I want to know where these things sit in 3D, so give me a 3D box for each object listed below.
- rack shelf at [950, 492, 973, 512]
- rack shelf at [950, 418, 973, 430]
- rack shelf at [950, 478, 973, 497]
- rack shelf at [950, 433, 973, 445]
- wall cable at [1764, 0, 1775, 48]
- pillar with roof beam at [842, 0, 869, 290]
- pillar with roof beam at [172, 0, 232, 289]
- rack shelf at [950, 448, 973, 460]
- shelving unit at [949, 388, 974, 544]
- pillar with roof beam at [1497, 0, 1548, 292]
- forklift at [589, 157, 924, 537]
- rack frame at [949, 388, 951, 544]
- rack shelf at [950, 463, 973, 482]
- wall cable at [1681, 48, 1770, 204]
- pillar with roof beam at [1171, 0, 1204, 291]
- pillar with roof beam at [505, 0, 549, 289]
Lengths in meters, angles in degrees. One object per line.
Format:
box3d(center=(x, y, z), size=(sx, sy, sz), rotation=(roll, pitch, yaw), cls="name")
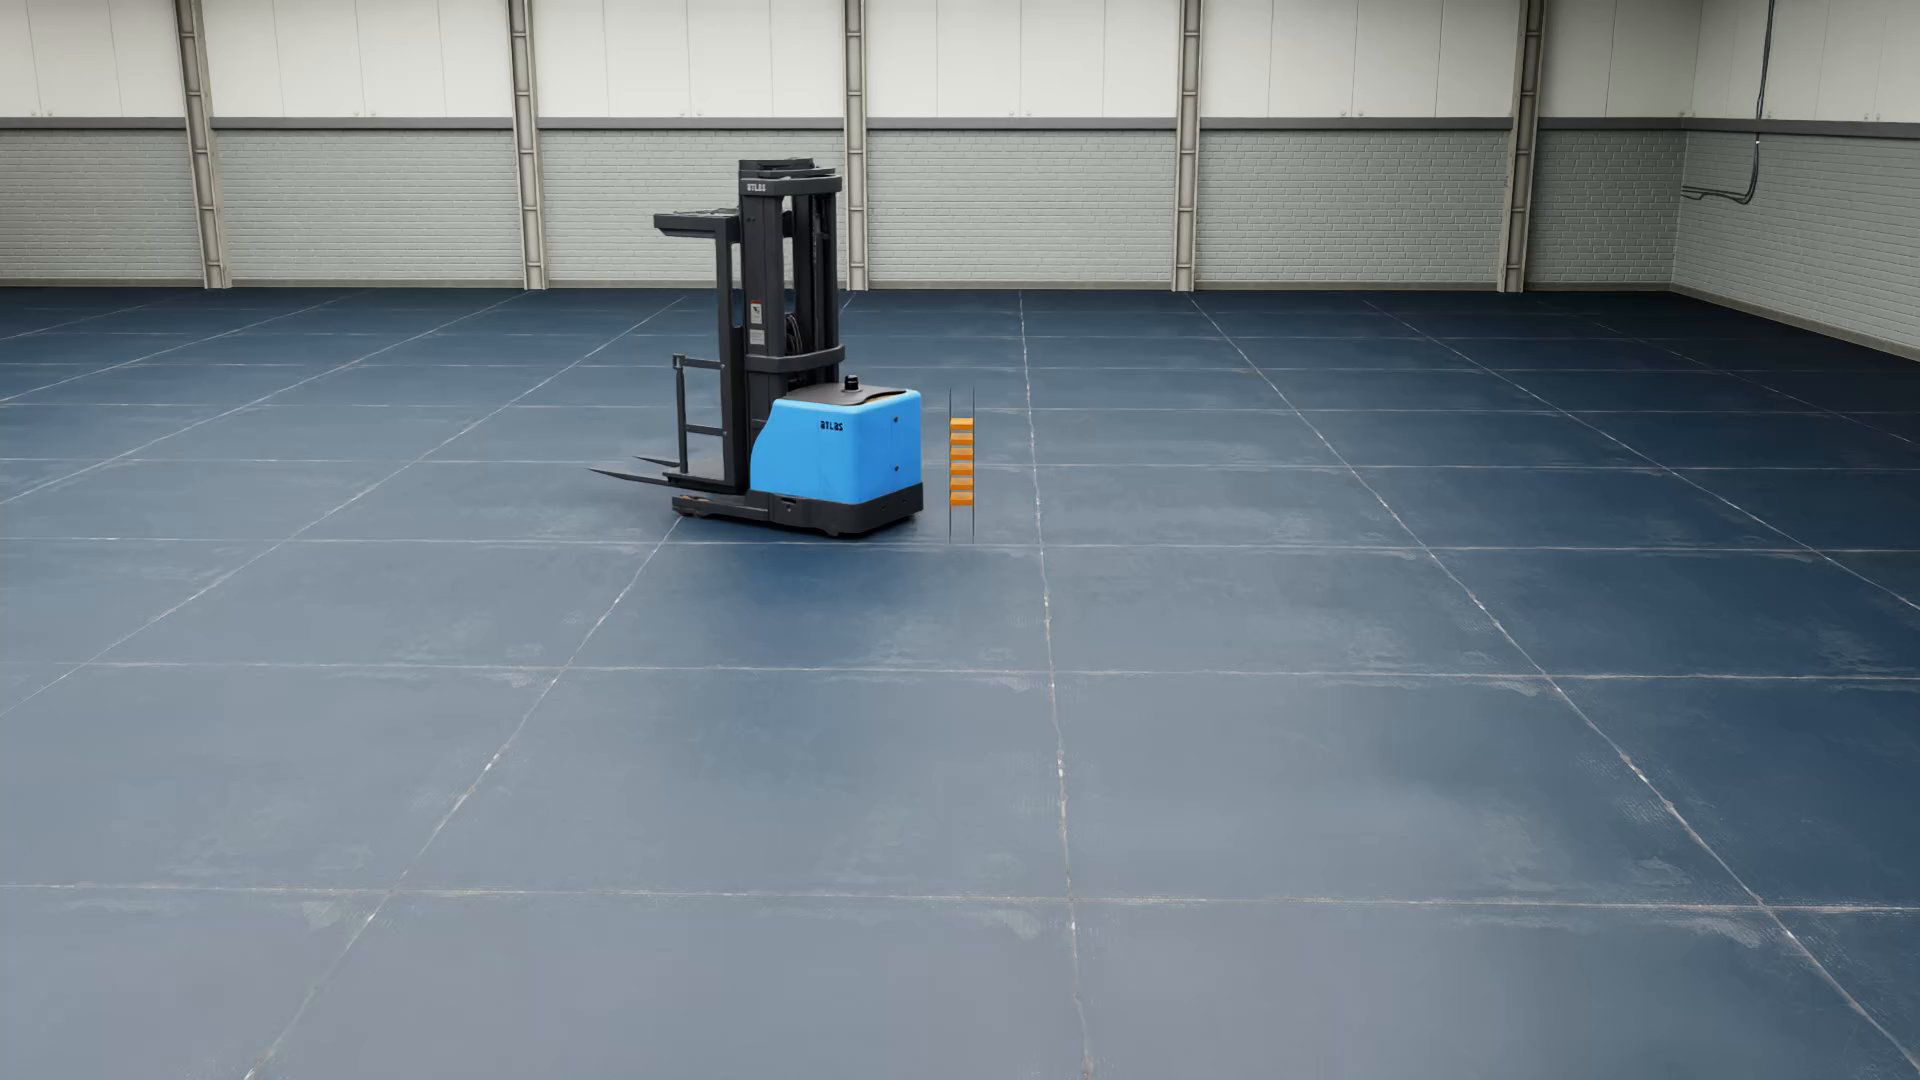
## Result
box3d(center=(0.014, -0.305, 13.153), size=(0.180, 0.103, 0.258), rotation=(0, 15, 1), cls="rack shelf")
box3d(center=(0.014, -0.885, 13.000), size=(0.180, 0.103, 0.258), rotation=(0, 15, 1), cls="rack shelf")
box3d(center=(0.014, -0.421, 13.123), size=(0.180, 0.103, 0.258), rotation=(0, 15, 1), cls="rack shelf")
box3d(center=(0.014, -0.769, 13.031), size=(0.180, 0.103, 0.258), rotation=(0, 15, 1), cls="rack shelf")
box3d(center=(12.946, -8.818, 25.203), size=(0.112, 2.526, 3.097), rotation=(0, 15, 1), cls="wall cable")
box3d(center=(-2.002, -7.904, 25.552), size=(0.400, 9.000, 9.100), rotation=(0, 15, 1), cls="pillar with roof beam")
box3d(center=(-13.998, -7.982, 25.849), size=(0.400, 9.000, 9.100), rotation=(0, 15, 1), cls="pillar with roof beam")
box3d(center=(0.014, -0.653, 13.062), size=(0.180, 0.103, 0.258), rotation=(0, 15, 1), cls="rack shelf")
box3d(center=(0.014, -0.580, 13.081), size=(0.189, 1.200, 0.258), rotation=(0, 15, 1), cls="shelving unit")
box3d(center=(9.994, -7.826, 25.256), size=(0.400, 9.000, 9.100), rotation=(0, 15, 1), cls="pillar with roof beam")
box3d(center=(-1.831, -1.703, 13.945), size=(3.031, 2.935, 1.130), rotation=(9, 17, 30), cls="forklift")
box3d(center=(-0.077, -0.581, 13.083), size=(0.006, 1.200, 0.240), rotation=(0, 15, 1), cls="rack frame")
box3d(center=(0.014, -0.537, 13.092), size=(0.180, 0.103, 0.258), rotation=(0, 15, 1), cls="rack shelf")
box3d(center=(13.015, -7.066, 28.462), size=(0.112, 2.526, 3.097), rotation=(0, 15, 1), cls="wall cable")
box3d(center=(3.996, -7.865, 25.404), size=(0.400, 9.000, 9.100), rotation=(0, 15, 1), cls="pillar with roof beam")
box3d(center=(-8.000, -7.943, 25.701), size=(0.400, 9.000, 9.100), rotation=(0, 15, 1), cls="pillar with roof beam")
